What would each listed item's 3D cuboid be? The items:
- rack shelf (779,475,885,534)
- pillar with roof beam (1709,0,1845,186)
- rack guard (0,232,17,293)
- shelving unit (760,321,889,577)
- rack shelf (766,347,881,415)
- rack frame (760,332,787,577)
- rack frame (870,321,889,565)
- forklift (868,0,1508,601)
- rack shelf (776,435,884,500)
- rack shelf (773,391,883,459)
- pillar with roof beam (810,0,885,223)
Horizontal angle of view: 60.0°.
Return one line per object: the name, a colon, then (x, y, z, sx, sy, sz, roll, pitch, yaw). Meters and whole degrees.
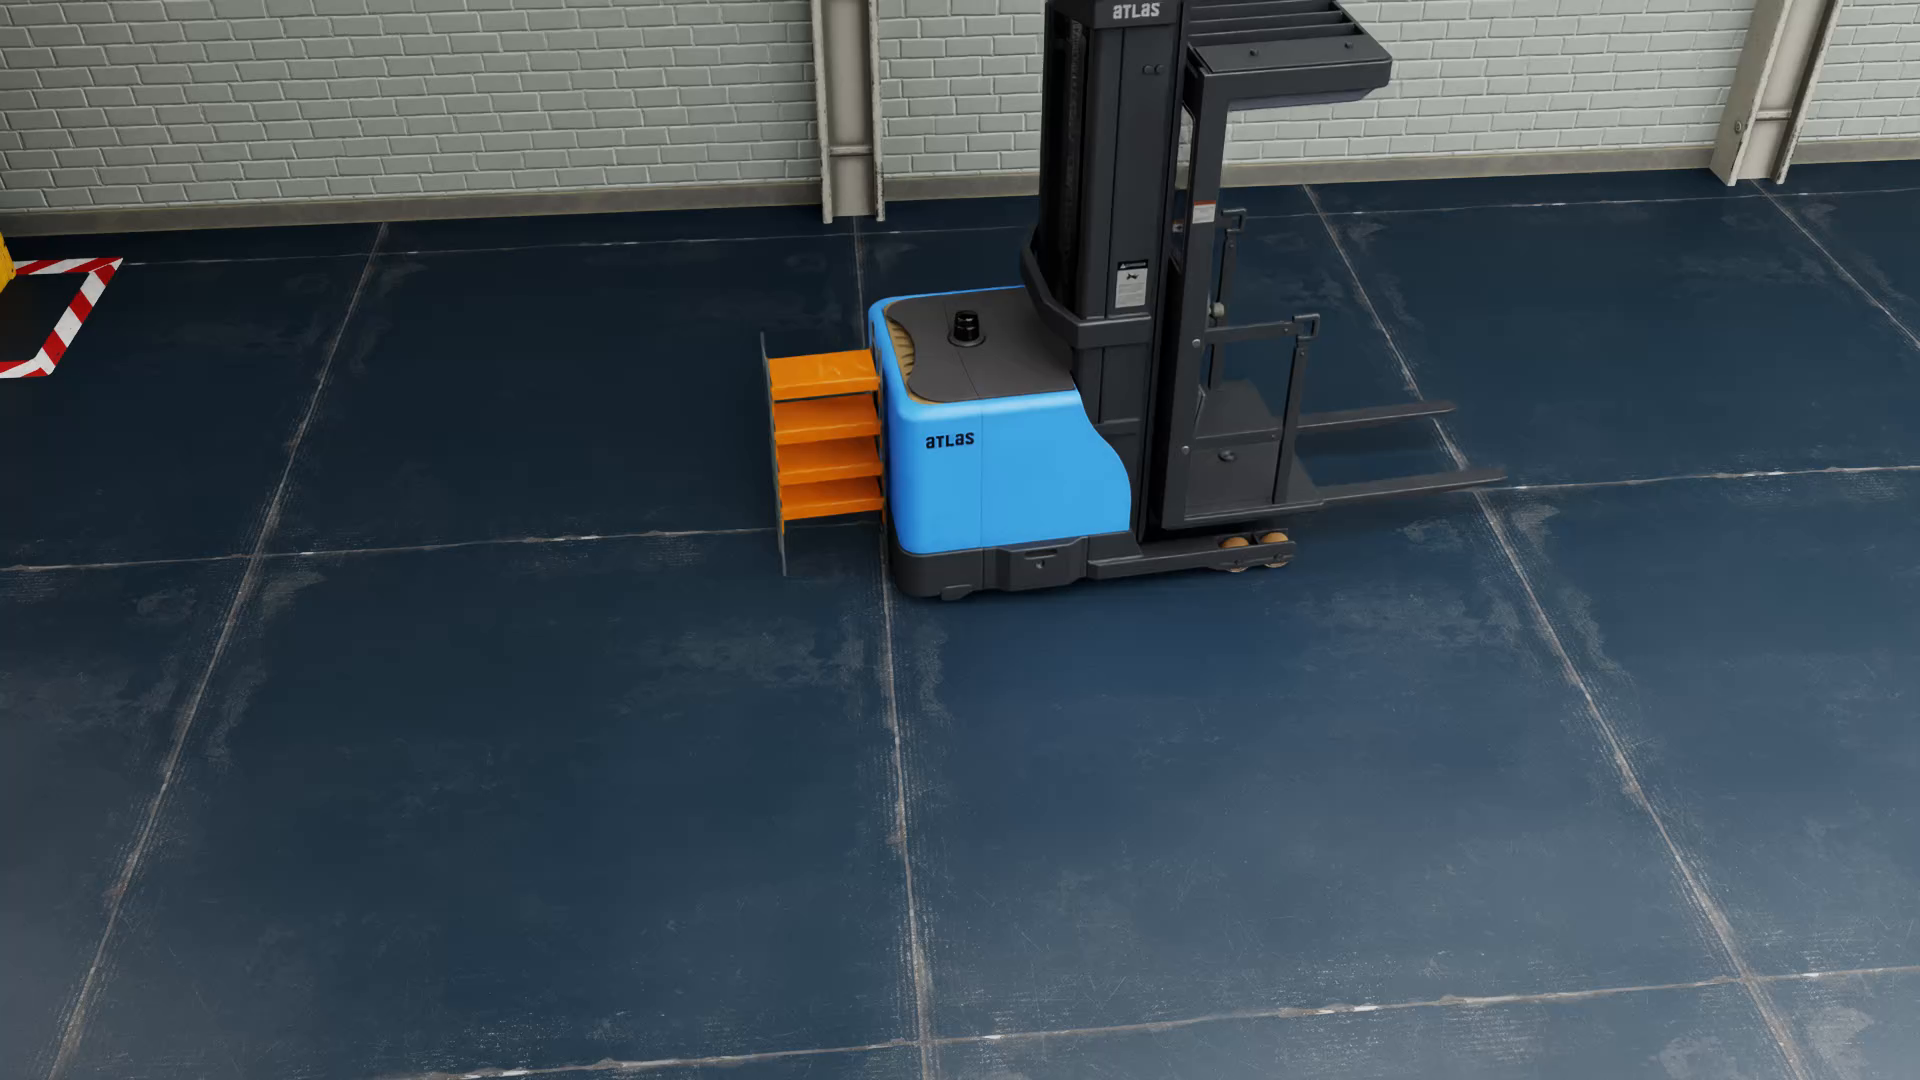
rack shelf: (-0.607, -0.189, 7.771, 0.480, 0.148, 0.258, -7, 39, -8)
pillar with roof beam: (5.666, -3.338, 5.038, 0.400, 9.000, 9.100, -3, 38, -4)
rack guard: (-5.871, -1.483, 9.548, 0.348, 0.500, 1.175, -3, 38, -4)
shelving unit: (-0.607, -0.397, 7.607, 0.503, 1.200, 0.258, -7, 39, -8)
rack shelf: (-0.607, -0.706, 7.363, 0.480, 0.148, 0.258, -7, 39, -8)
rack frame: (-0.847, -0.369, 7.571, 0.015, 1.200, 0.240, -7, 39, -8)
rack frame: (-0.367, -0.425, 7.642, 0.015, 1.200, 0.240, -7, 39, -8)
forklift: (1.126, -1.314, 7.371, 3.031, 2.935, 1.130, -7, 39, -8)
rack shelf: (-0.607, -0.344, 7.648, 0.480, 0.148, 0.258, -7, 39, -8)
rack shelf: (-0.607, -0.520, 7.510, 0.480, 0.148, 0.258, -7, 39, -8)
pillar with roof beam: (-0.310, -3.009, 4.621, 0.400, 9.000, 9.100, -3, 38, -4)
